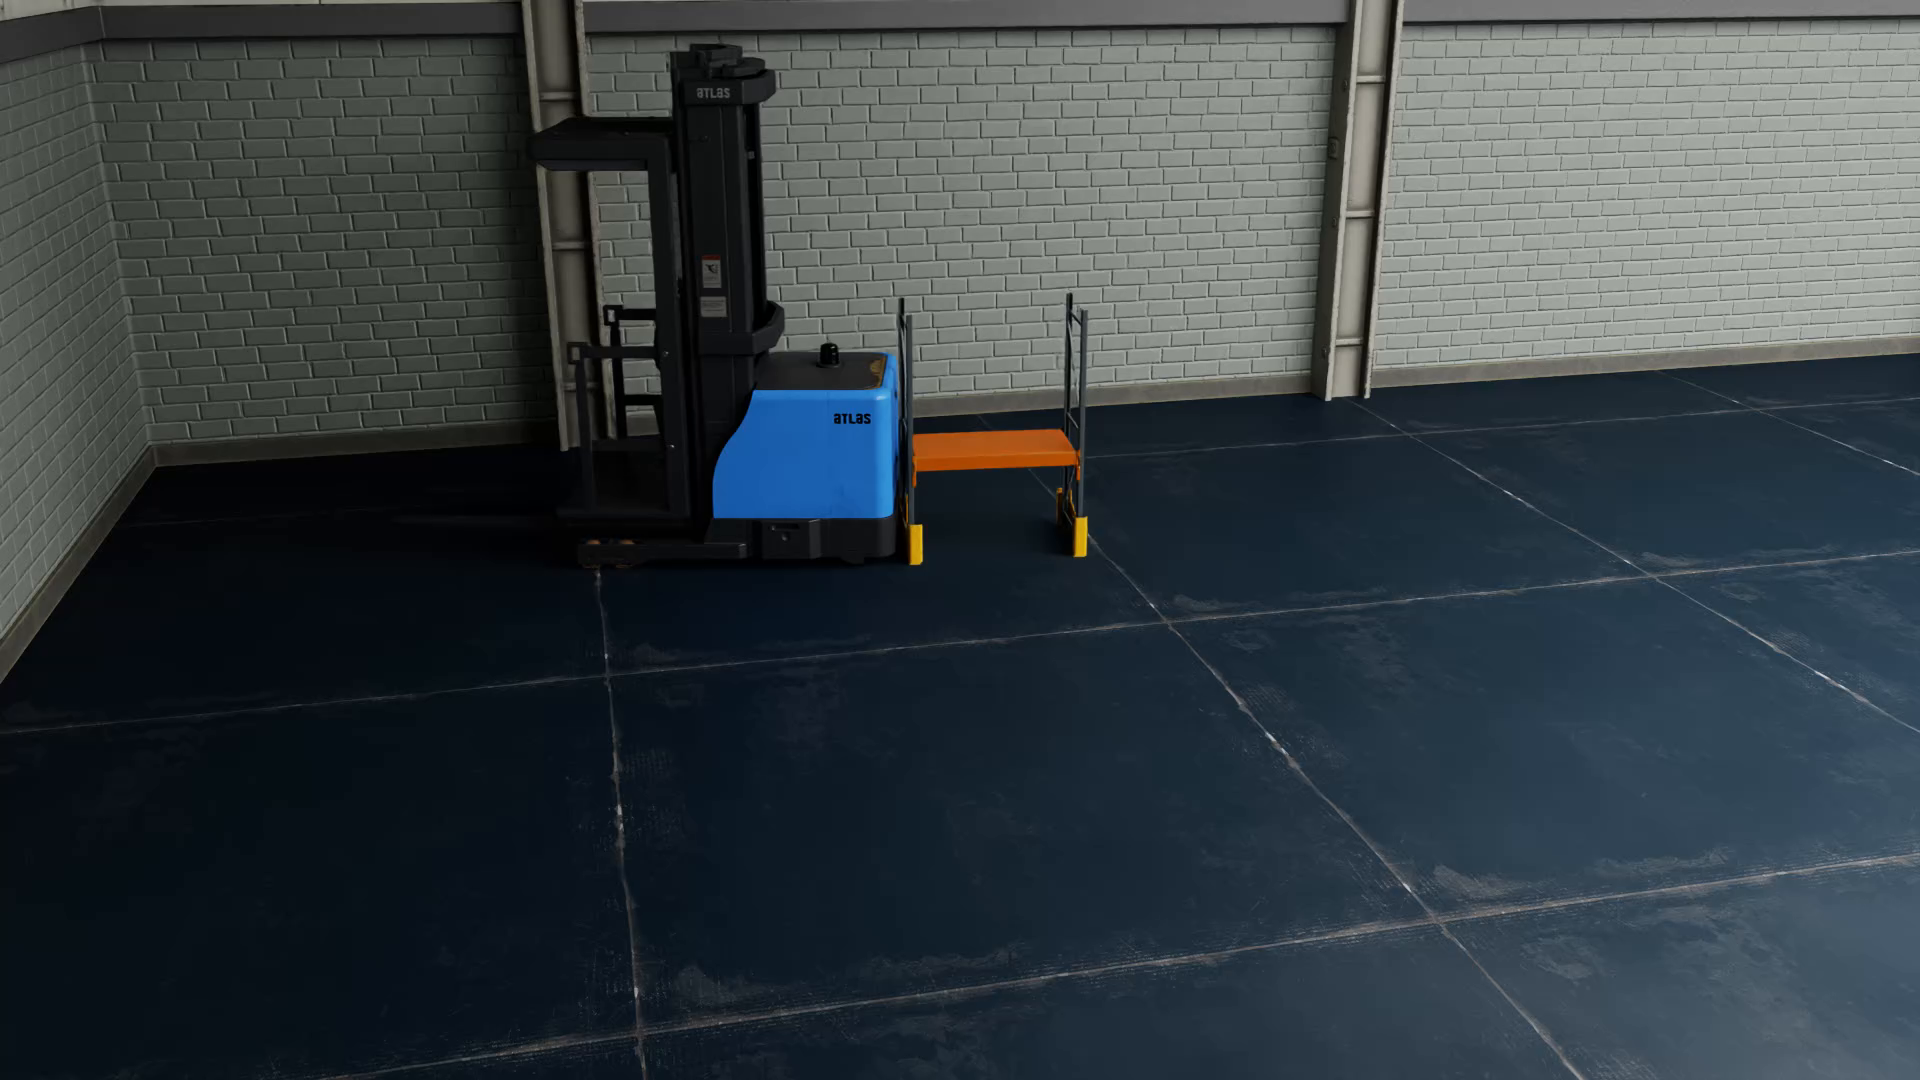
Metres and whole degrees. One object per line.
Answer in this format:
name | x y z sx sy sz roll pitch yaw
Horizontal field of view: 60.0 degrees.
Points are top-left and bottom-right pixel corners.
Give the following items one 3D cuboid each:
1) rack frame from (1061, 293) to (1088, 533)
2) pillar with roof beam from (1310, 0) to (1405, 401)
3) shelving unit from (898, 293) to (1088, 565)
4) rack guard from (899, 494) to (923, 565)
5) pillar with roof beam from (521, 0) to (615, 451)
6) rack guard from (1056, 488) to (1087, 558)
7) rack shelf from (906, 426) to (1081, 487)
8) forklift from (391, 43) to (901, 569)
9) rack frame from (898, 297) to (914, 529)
rack frame | 0.689 -0.700 10.044 0.032 1.500 0.500 -3 20 -7
pillar with roof beam | 4.082 -3.971 8.072 0.400 9.000 9.100 -5 21 -12
shelving unit | 0.194 -0.678 9.984 1.083 1.500 0.587 -3 20 -7
rack guard | -0.300 -0.069 10.138 0.087 0.250 0.587 -3 20 -7
pillar with roof beam | -1.757 -3.496 6.776 0.400 9.000 9.100 -5 21 -12
rack guard | 0.688 -0.113 10.259 0.087 0.250 0.587 -3 20 -7
rack shelf | 0.185 -0.508 10.045 1.000 0.185 0.538 -3 20 -7
forklift | -1.897 -1.389 9.845 3.031 2.935 1.130 0 20 0
rack frame | -0.319 -0.655 9.921 0.032 1.500 0.500 -3 20 -7
